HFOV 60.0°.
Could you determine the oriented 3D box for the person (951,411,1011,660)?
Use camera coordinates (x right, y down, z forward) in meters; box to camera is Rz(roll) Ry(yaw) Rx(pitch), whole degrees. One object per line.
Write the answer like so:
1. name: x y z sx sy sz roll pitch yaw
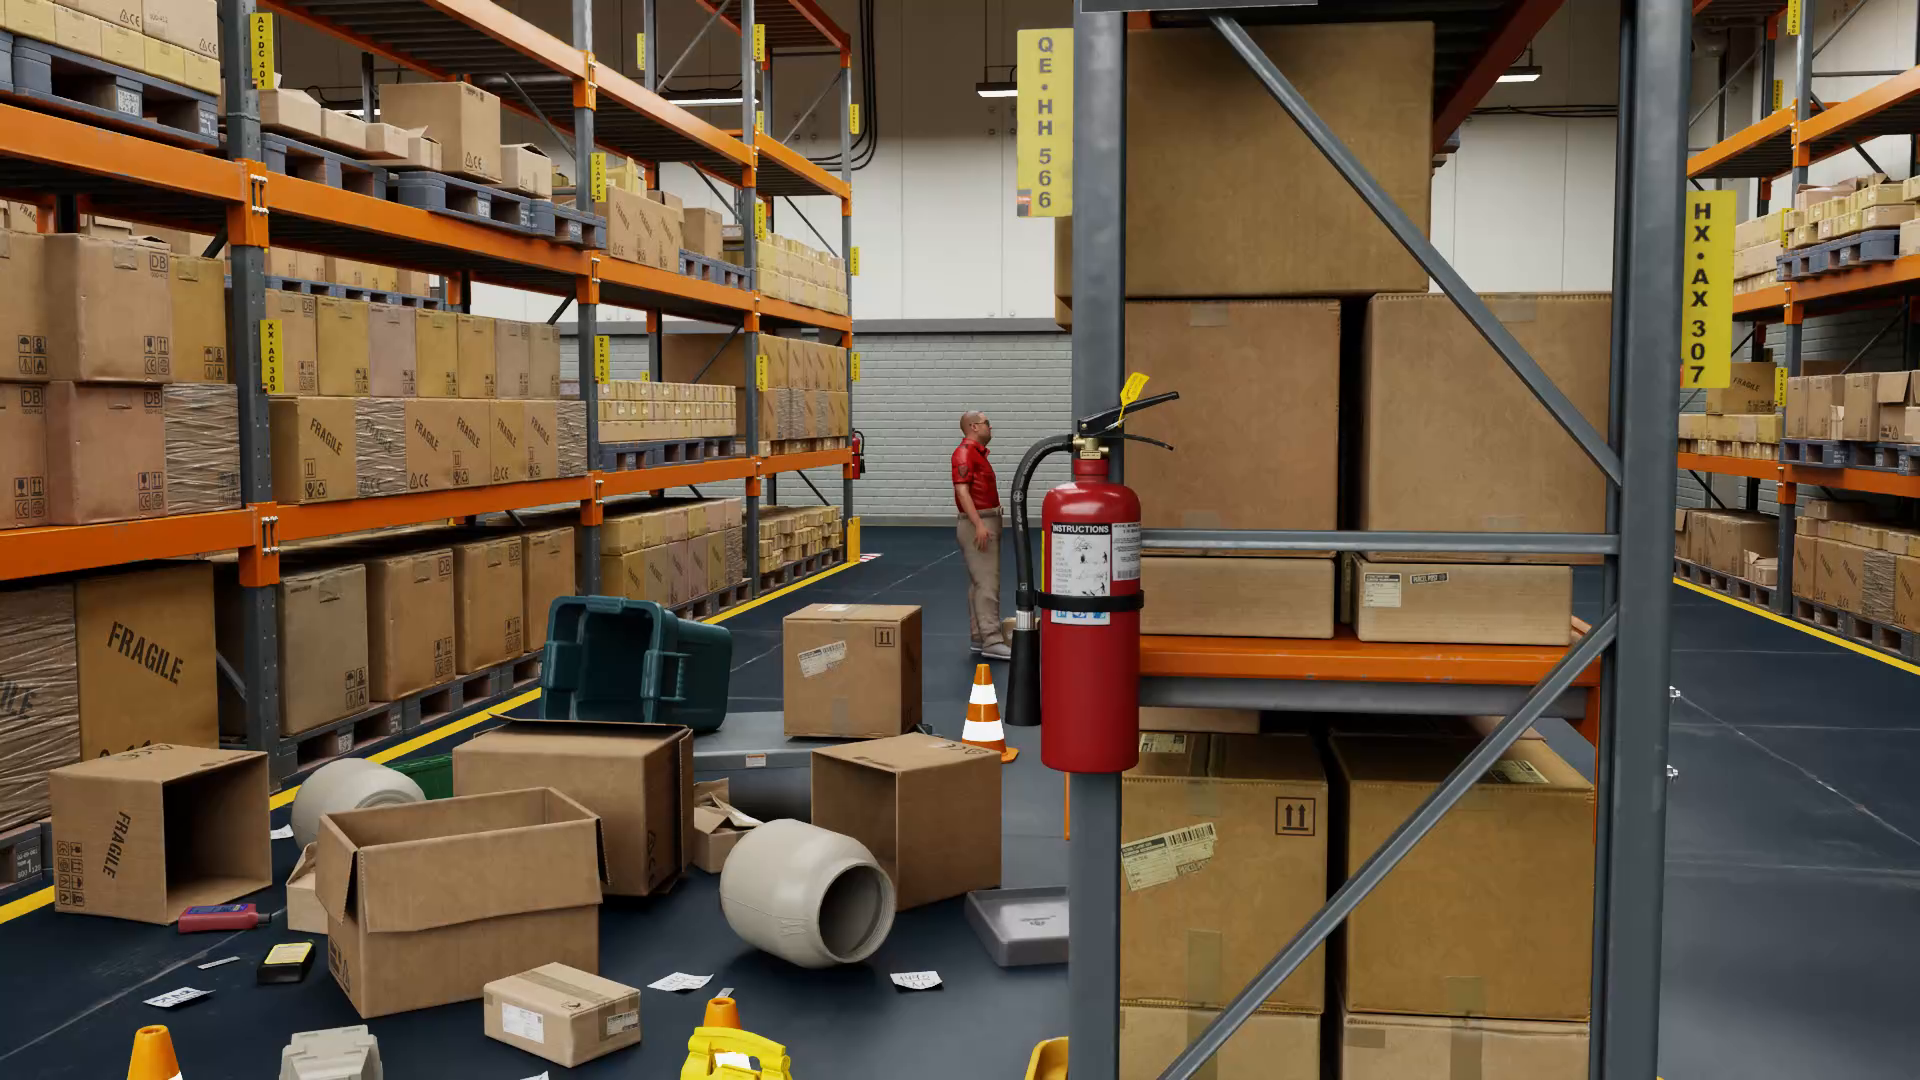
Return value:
1. person: 0.232 -0.051 11.795 0.551 1.727 0.640 1 4 9
